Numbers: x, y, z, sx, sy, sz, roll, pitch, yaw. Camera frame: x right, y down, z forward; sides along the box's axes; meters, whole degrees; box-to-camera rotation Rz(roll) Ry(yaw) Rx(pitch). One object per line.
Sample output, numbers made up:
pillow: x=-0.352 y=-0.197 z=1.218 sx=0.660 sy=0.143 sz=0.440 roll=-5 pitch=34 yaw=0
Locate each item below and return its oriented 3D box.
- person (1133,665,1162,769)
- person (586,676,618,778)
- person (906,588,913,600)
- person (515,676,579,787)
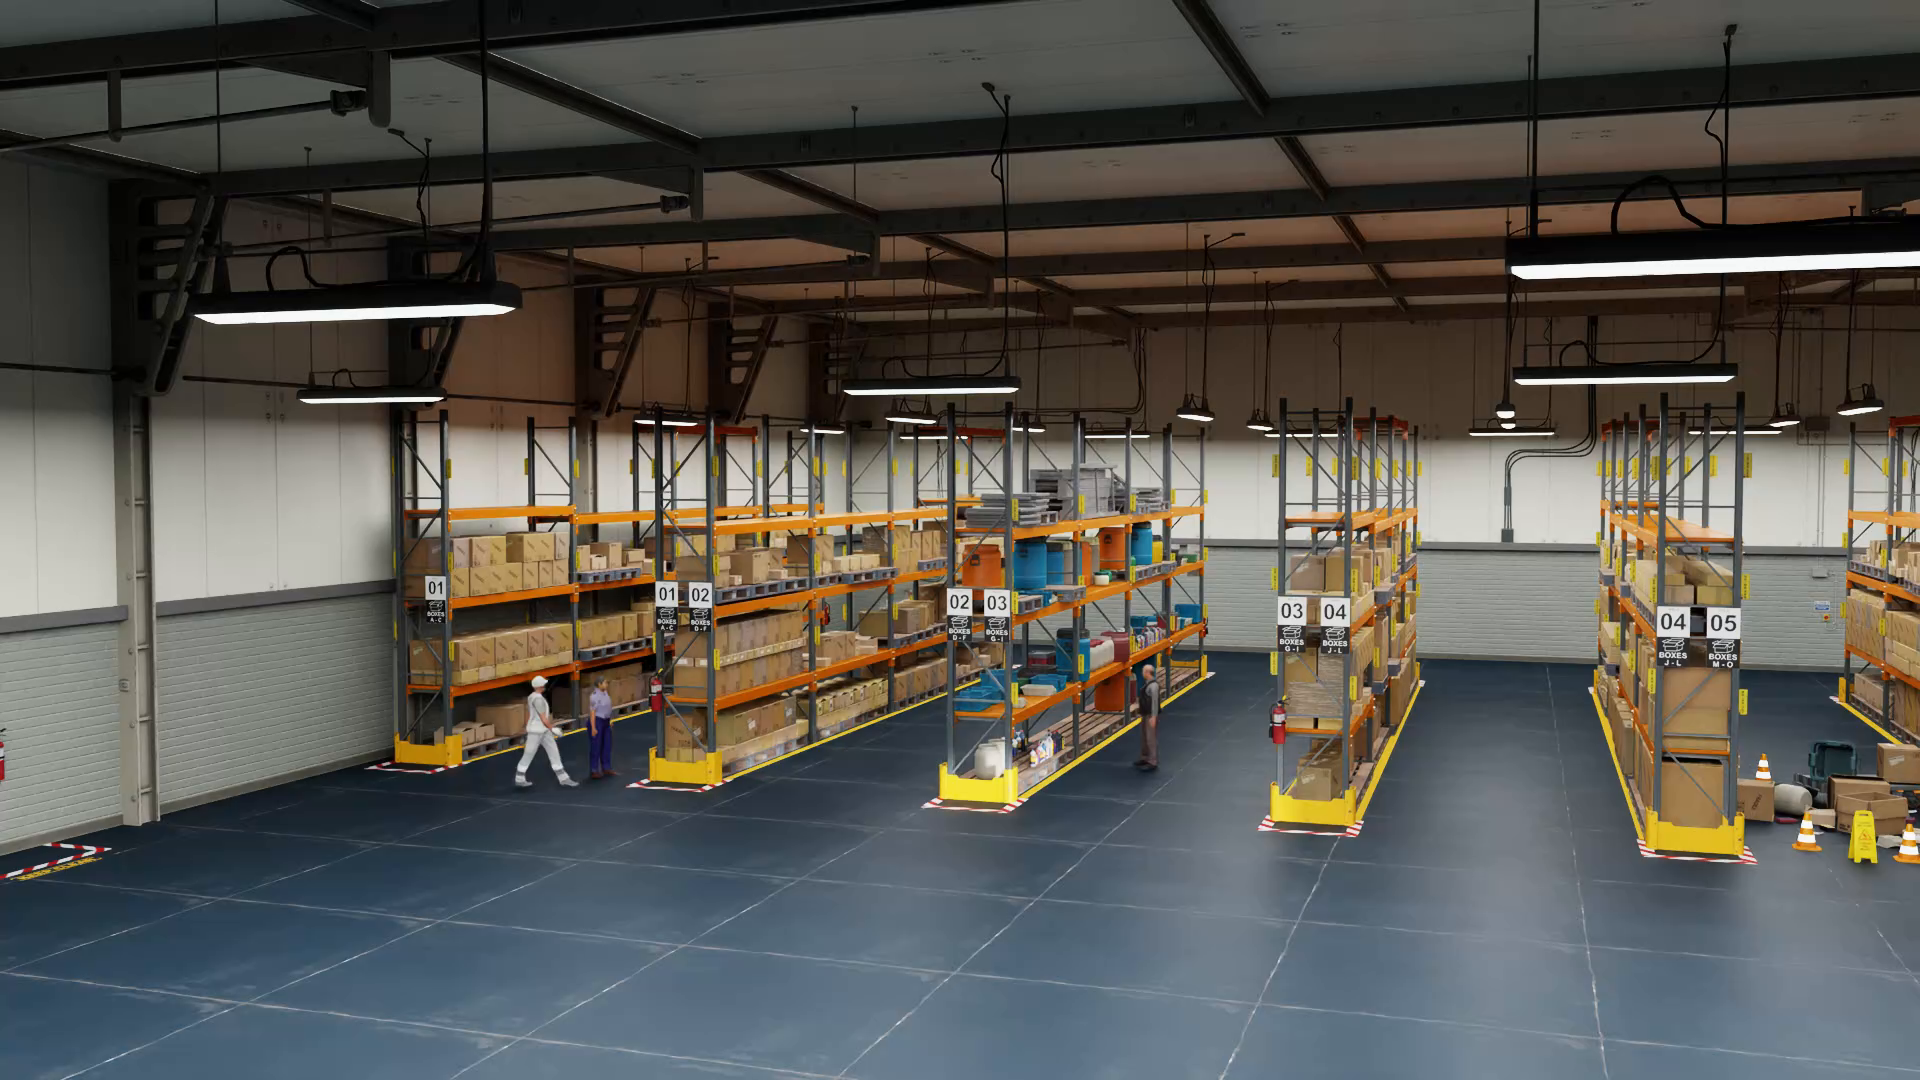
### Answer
person: x=3.131 y=2.940 z=27.760 sx=0.435 sy=1.725 sz=0.581 roll=0 pitch=2 yaw=-7
person: x=-5.831 y=3.026 z=26.997 sx=0.425 sy=1.664 sz=0.513 roll=1 pitch=3 yaw=17
person: x=-1.260 y=2.194 z=44.832 sx=0.513 sy=1.783 sz=0.618 roll=1 pitch=3 yaw=29
person: x=-6.467 y=2.979 z=25.861 sx=0.990 sy=1.736 sz=0.490 roll=0 pitch=2 yaw=10
